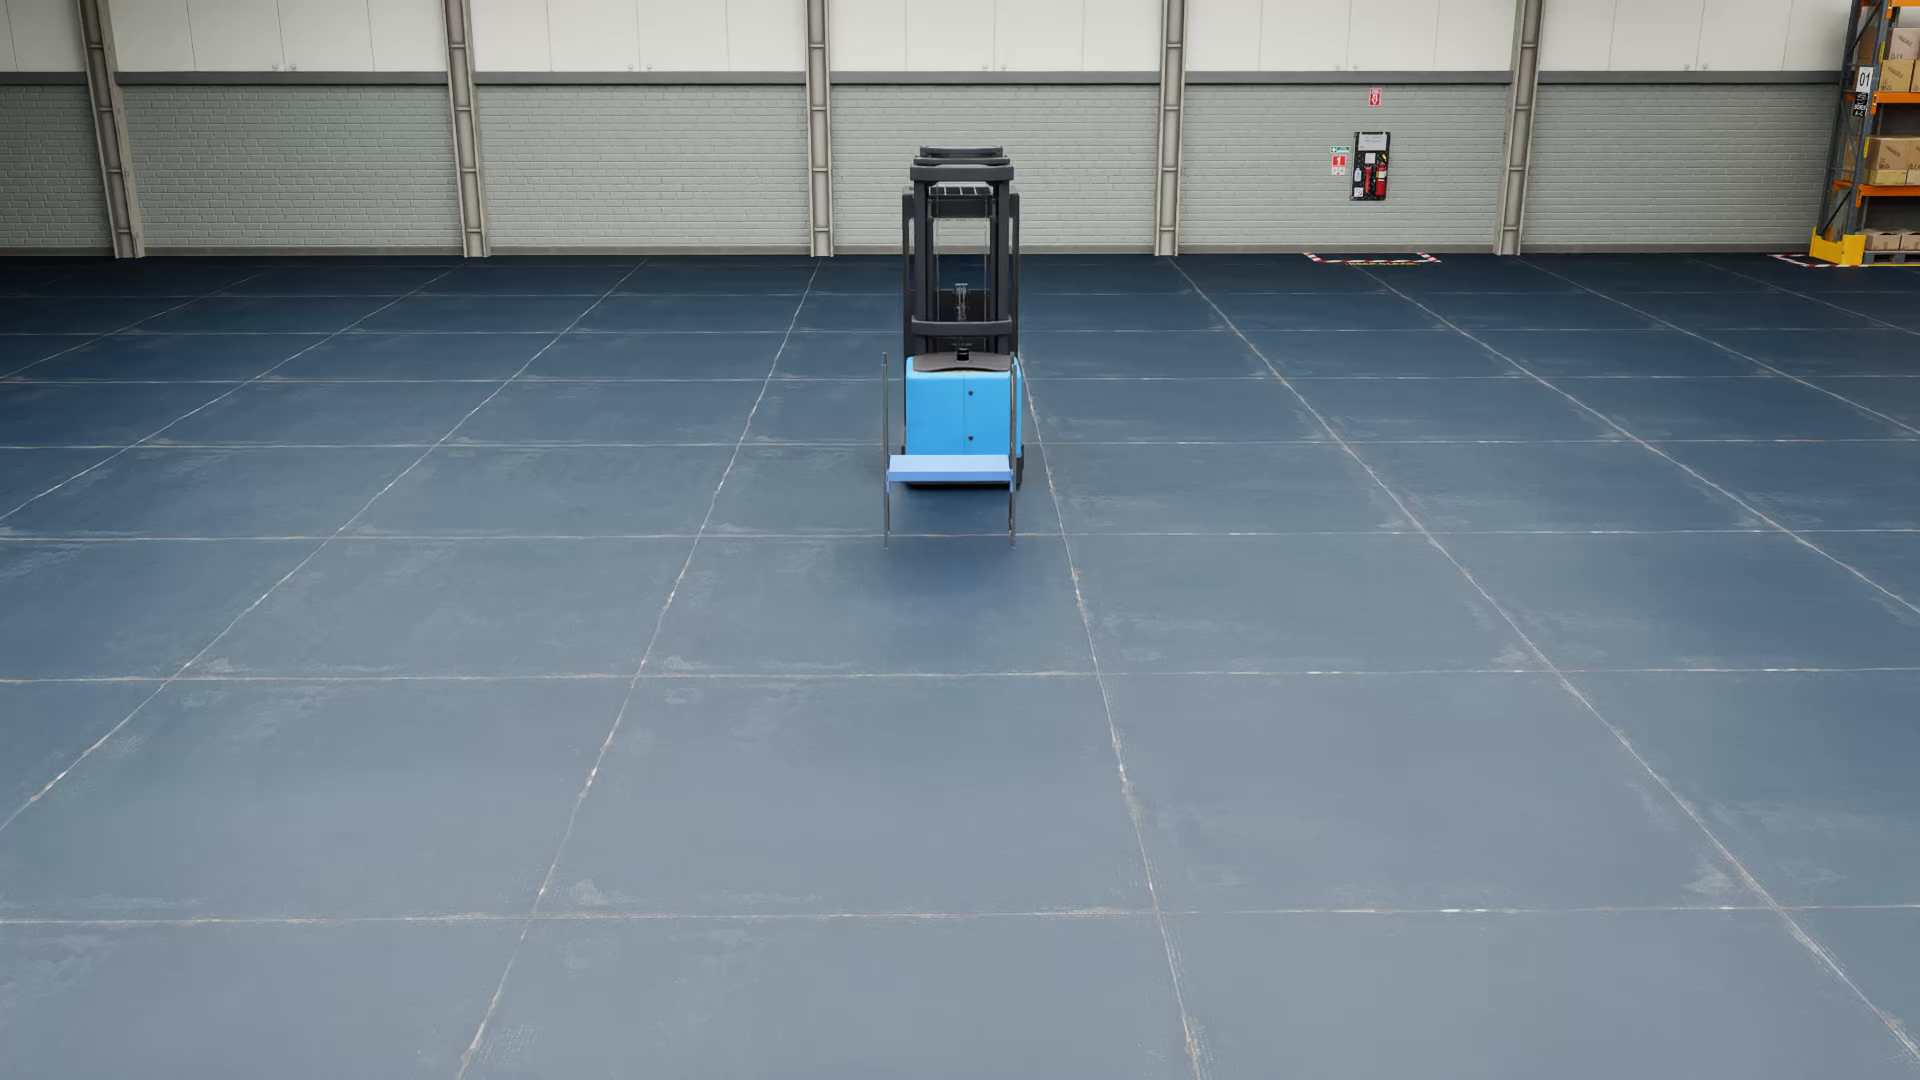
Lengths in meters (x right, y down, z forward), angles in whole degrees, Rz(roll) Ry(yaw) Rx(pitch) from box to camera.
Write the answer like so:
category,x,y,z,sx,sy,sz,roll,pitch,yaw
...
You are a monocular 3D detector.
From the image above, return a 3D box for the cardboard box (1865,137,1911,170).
category,x,y,z,sx,sy,sz,roll,pitch,yaw
cardboard box,15.393,-6.427,27.656,0.500,0.500,0.500,0,18,-1

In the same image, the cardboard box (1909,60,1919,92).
category,x,y,z,sx,sy,sz,roll,pitch,yaw
cardboard box,15.787,-7.623,27.294,0.500,0.500,0.500,1,18,3

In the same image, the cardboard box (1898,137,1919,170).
category,x,y,z,sx,sy,sz,roll,pitch,yaw
cardboard box,15.888,-6.426,27.654,0.500,0.500,0.500,0,18,-1

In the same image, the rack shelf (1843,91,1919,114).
category,x,y,z,sx,sy,sz,roll,pitch,yaw
rack shelf,16.911,-7.316,27.711,4.000,0.370,1.077,0,18,-1

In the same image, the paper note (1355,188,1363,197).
category,x,y,z,sx,sy,sz,roll,pitch,yaw
paper note,6.949,-6.060,28.970,0.142,0.148,0.016,0,18,-1

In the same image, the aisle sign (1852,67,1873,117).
category,x,y,z,sx,sy,sz,roll,pitch,yaw
aisle sign,14.844,-7.367,27.346,0.004,0.787,0.394,0,18,-1

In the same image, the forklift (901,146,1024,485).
category,x,y,z,sx,sy,sz,roll,pitch,yaw
forklift,0.001,-2.286,15.874,1.130,2.935,3.031,0,18,-1

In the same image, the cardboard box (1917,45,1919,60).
category,x,y,z,sx,sy,sz,roll,pitch,yaw
cardboard box,15.803,-8.097,27.134,0.500,0.500,0.500,0,18,-1

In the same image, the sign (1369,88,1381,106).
category,x,y,z,sx,sy,sz,roll,pitch,yaw
sign,7.117,-7.594,28.513,0.199,0.298,0.001,0,18,-1

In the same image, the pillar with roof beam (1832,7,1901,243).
category,x,y,z,sx,sy,sz,roll,pitch,yaw
pillar with roof beam,15.665,-8.030,23.849,0.400,9.000,9.100,0,18,-1

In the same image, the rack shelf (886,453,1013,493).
category,x,y,z,sx,sy,sz,roll,pitch,yaw
rack shelf,-0.085,-0.542,13.372,1.000,0.185,0.538,0,18,-1

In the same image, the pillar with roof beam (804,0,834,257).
category,x,y,z,sx,sy,sz,roll,pitch,yaw
pillar with roof beam,-2.332,-7.944,23.578,0.400,9.000,9.100,0,18,-1

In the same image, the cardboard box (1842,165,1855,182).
category,x,y,z,sx,sy,sz,roll,pitch,yaw
cardboard box,15.376,-6.221,28.241,0.500,0.250,0.500,0,18,0

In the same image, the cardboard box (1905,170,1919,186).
category,x,y,z,sx,sy,sz,roll,pitch,yaw
cardboard box,15.923,-6.071,27.776,0.500,0.250,0.500,-1,18,-3

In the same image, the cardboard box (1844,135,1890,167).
category,x,y,z,sx,sy,sz,roll,pitch,yaw
cardboard box,15.379,-6.583,28.144,0.500,0.500,0.500,0,18,-1

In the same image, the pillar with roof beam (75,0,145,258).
category,x,y,z,sx,sy,sz,roll,pitch,yaw
pillar with roof beam,-14.331,-7.886,23.398,0.400,9.000,9.100,0,18,-1

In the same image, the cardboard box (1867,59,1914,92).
category,x,y,z,sx,sy,sz,roll,pitch,yaw
cardboard box,15.249,-7.632,27.320,0.500,0.500,0.500,0,18,1

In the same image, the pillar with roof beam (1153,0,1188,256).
category,x,y,z,sx,sy,sz,roll,pitch,yaw
pillar with roof beam,3.667,-7.972,23.668,0.400,9.000,9.100,0,18,-1

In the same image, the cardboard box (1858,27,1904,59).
category,x,y,z,sx,sy,sz,roll,pitch,yaw
cardboard box,15.338,-8.264,27.656,0.500,0.500,0.500,1,18,2

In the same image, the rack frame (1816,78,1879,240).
category,x,y,z,sx,sy,sz,roll,pitch,yaw
rack frame,14.911,-6.221,28.030,0.127,3.000,1.000,0,18,-1

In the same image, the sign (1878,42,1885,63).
category,x,y,z,sx,sy,sz,roll,pitch,yaw
sign,14.920,-7.900,26.921,0.005,0.325,0.100,0,18,-1

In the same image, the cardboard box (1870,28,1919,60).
category,x,y,z,sx,sy,sz,roll,pitch,yaw
cardboard box,15.300,-8.110,27.175,0.500,0.500,0.500,-2,18,-5

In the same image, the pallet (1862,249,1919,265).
category,x,y,z,sx,sy,sz,roll,pitch,yaw
pallet,15.800,-4.887,28.435,1.213,0.211,1.003,0,18,-1

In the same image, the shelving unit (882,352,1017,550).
category,x,y,z,sx,sy,sz,roll,pitch,yaw
shelving unit,-0.085,-0.714,13.317,1.048,1.500,0.538,0,18,-1

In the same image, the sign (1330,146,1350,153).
category,x,y,z,sx,sy,sz,roll,pitch,yaw
sign,6.577,-6.755,28.768,0.331,0.109,0.001,0,18,-1

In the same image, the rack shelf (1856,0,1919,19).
category,x,y,z,sx,sy,sz,roll,pitch,yaw
rack shelf,16.911,-8.743,27.254,4.000,0.370,1.077,0,18,-1

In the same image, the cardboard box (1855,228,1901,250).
category,x,y,z,sx,sy,sz,roll,pitch,yaw
cardboard box,15.604,-5.126,28.298,0.500,0.311,0.500,-2,18,-7

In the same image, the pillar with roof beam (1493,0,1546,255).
category,x,y,z,sx,sy,sz,roll,pitch,yaw
pillar with roof beam,9.666,-8.001,23.758,0.400,9.000,9.100,0,18,-1

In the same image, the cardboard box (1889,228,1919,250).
category,x,y,z,sx,sy,sz,roll,pitch,yaw
cardboard box,16.174,-5.129,28.306,0.500,0.311,0.500,1,18,4

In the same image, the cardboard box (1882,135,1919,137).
category,x,y,z,sx,sy,sz,roll,pitch,yaw
cardboard box,15.883,-6.583,28.143,0.500,0.500,0.500,0,18,0

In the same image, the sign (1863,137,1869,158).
category,x,y,z,sx,sy,sz,roll,pitch,yaw
sign,14.920,-6.467,27.381,0.005,0.325,0.100,0,18,-1

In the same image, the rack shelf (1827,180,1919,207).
category,x,y,z,sx,sy,sz,roll,pitch,yaw
rack shelf,16.911,-5.888,28.170,4.000,0.370,1.077,0,18,-1

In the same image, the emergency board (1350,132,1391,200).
category,x,y,z,sx,sy,sz,roll,pitch,yaw
emergency board,7.127,-6.459,28.773,0.643,1.169,0.194,0,18,-1

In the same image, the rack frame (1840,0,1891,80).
category,x,y,z,sx,sy,sz,roll,pitch,yaw
rack frame,14.911,-9.078,27.113,0.127,3.000,1.000,0,18,-1

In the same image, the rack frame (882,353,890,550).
category,x,y,z,sx,sy,sz,roll,pitch,yaw
rack frame,-0.594,-0.711,13.310,0.032,1.500,0.500,0,18,-1

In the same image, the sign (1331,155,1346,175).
category,x,y,z,sx,sy,sz,roll,pitch,yaw
sign,6.572,-6.505,28.857,0.234,0.329,0.001,0,18,-1

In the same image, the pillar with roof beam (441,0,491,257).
category,x,y,z,sx,sy,sz,roll,pitch,yaw
pillar with roof beam,-8.332,-7.915,23.488,0.400,9.000,9.100,0,18,-1

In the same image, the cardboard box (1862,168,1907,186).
category,x,y,z,sx,sy,sz,roll,pitch,yaw
cardboard box,15.404,-6.064,27.755,0.500,0.250,0.500,-1,18,-2

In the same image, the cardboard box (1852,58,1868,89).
category,x,y,z,sx,sy,sz,roll,pitch,yaw
cardboard box,15.324,-7.786,27.801,0.500,0.500,0.500,1,18,3

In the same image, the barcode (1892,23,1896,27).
category,x,y,z,sx,sy,sz,roll,pitch,yaw
barcode,15.613,-8.615,27.799,0.075,0.075,0.001,0,18,-1

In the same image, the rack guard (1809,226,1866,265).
category,x,y,z,sx,sy,sz,roll,pitch,yaw
rack guard,14.987,-5.031,28.413,0.348,0.500,1.175,0,18,-1

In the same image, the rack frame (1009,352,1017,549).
category,x,y,z,sx,sy,sz,roll,pitch,yaw
rack frame,0.423,-0.716,13.325,0.032,1.500,0.500,0,18,-1
